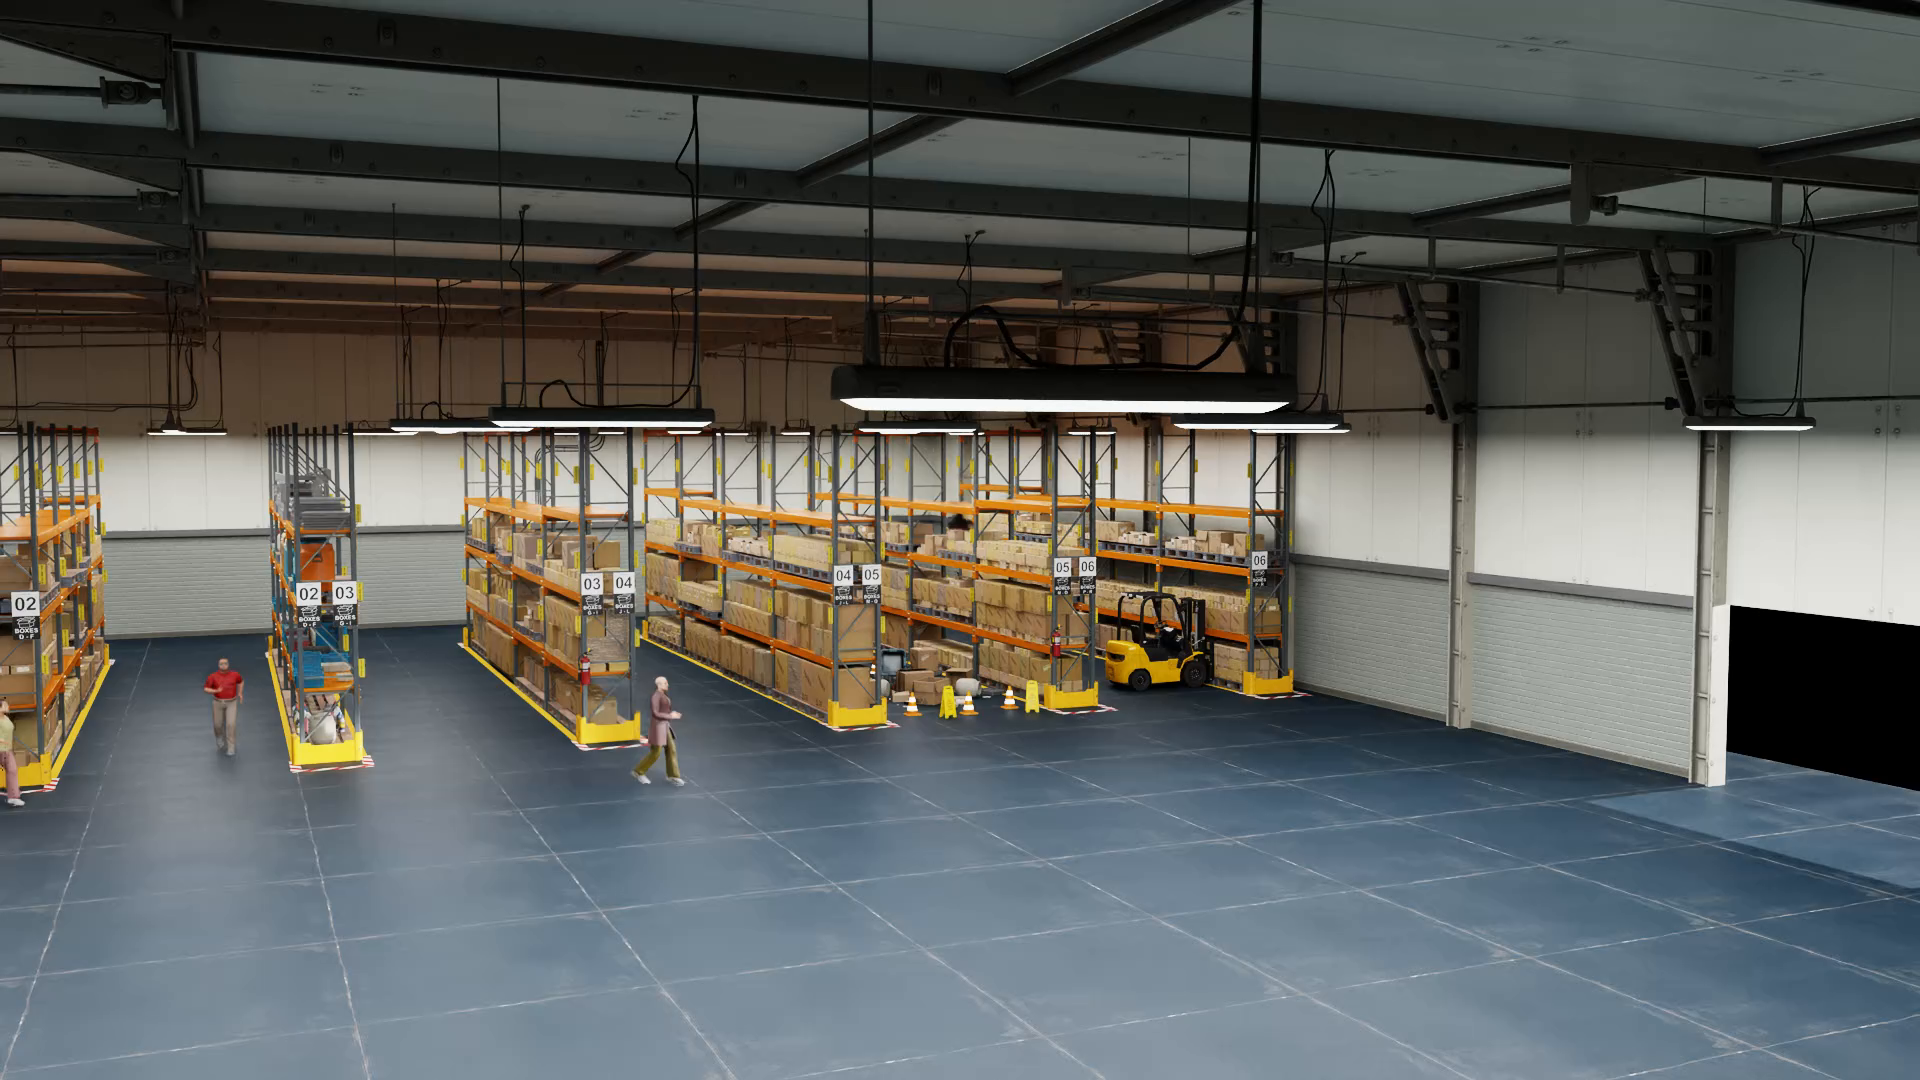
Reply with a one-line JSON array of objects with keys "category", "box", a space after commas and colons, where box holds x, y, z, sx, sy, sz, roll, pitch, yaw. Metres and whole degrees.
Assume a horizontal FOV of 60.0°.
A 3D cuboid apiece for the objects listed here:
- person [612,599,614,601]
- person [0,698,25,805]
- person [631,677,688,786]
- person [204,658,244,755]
[{"category": "person", "box": [-9.851, 1.950, 48.221, 0.821, 1.696, 0.579, -3, 5, -41]}, {"category": "person", "box": [-14.968, 3.296, 25.971, 0.952, 1.638, 0.641, 0, 4, 7]}, {"category": "person", "box": [-4.959, 3.180, 27.374, 0.922, 1.783, 0.737, 0, 4, 5]}, {"category": "person", "box": [-13.363, 2.997, 30.228, 0.667, 1.706, 0.983, -2, 4, -26]}]
